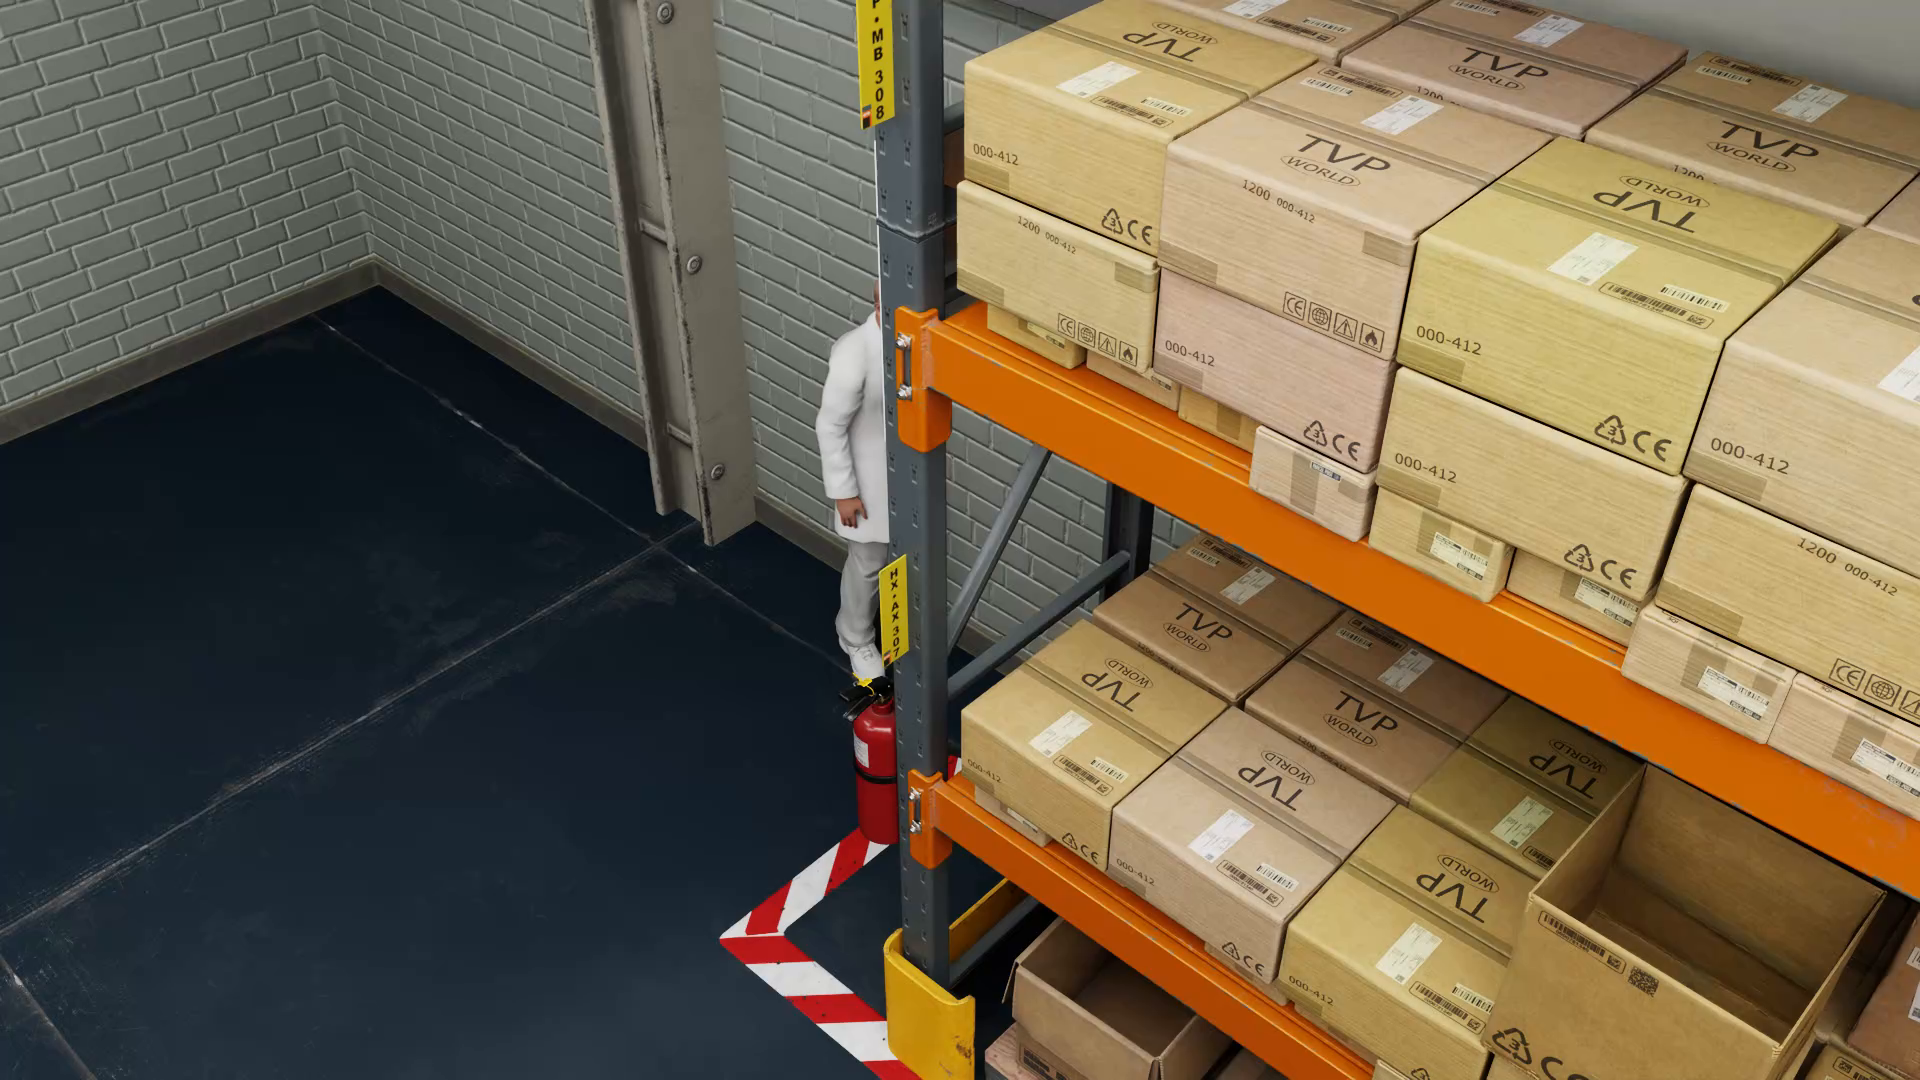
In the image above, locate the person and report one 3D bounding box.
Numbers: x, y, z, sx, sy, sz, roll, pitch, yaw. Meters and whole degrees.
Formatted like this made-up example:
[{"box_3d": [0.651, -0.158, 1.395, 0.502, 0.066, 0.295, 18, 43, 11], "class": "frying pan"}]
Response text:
[{"box_3d": [-0.268, -0.287, 6.523, 0.652, 1.773, 0.426, -31, 48, -33], "class": "person"}]
